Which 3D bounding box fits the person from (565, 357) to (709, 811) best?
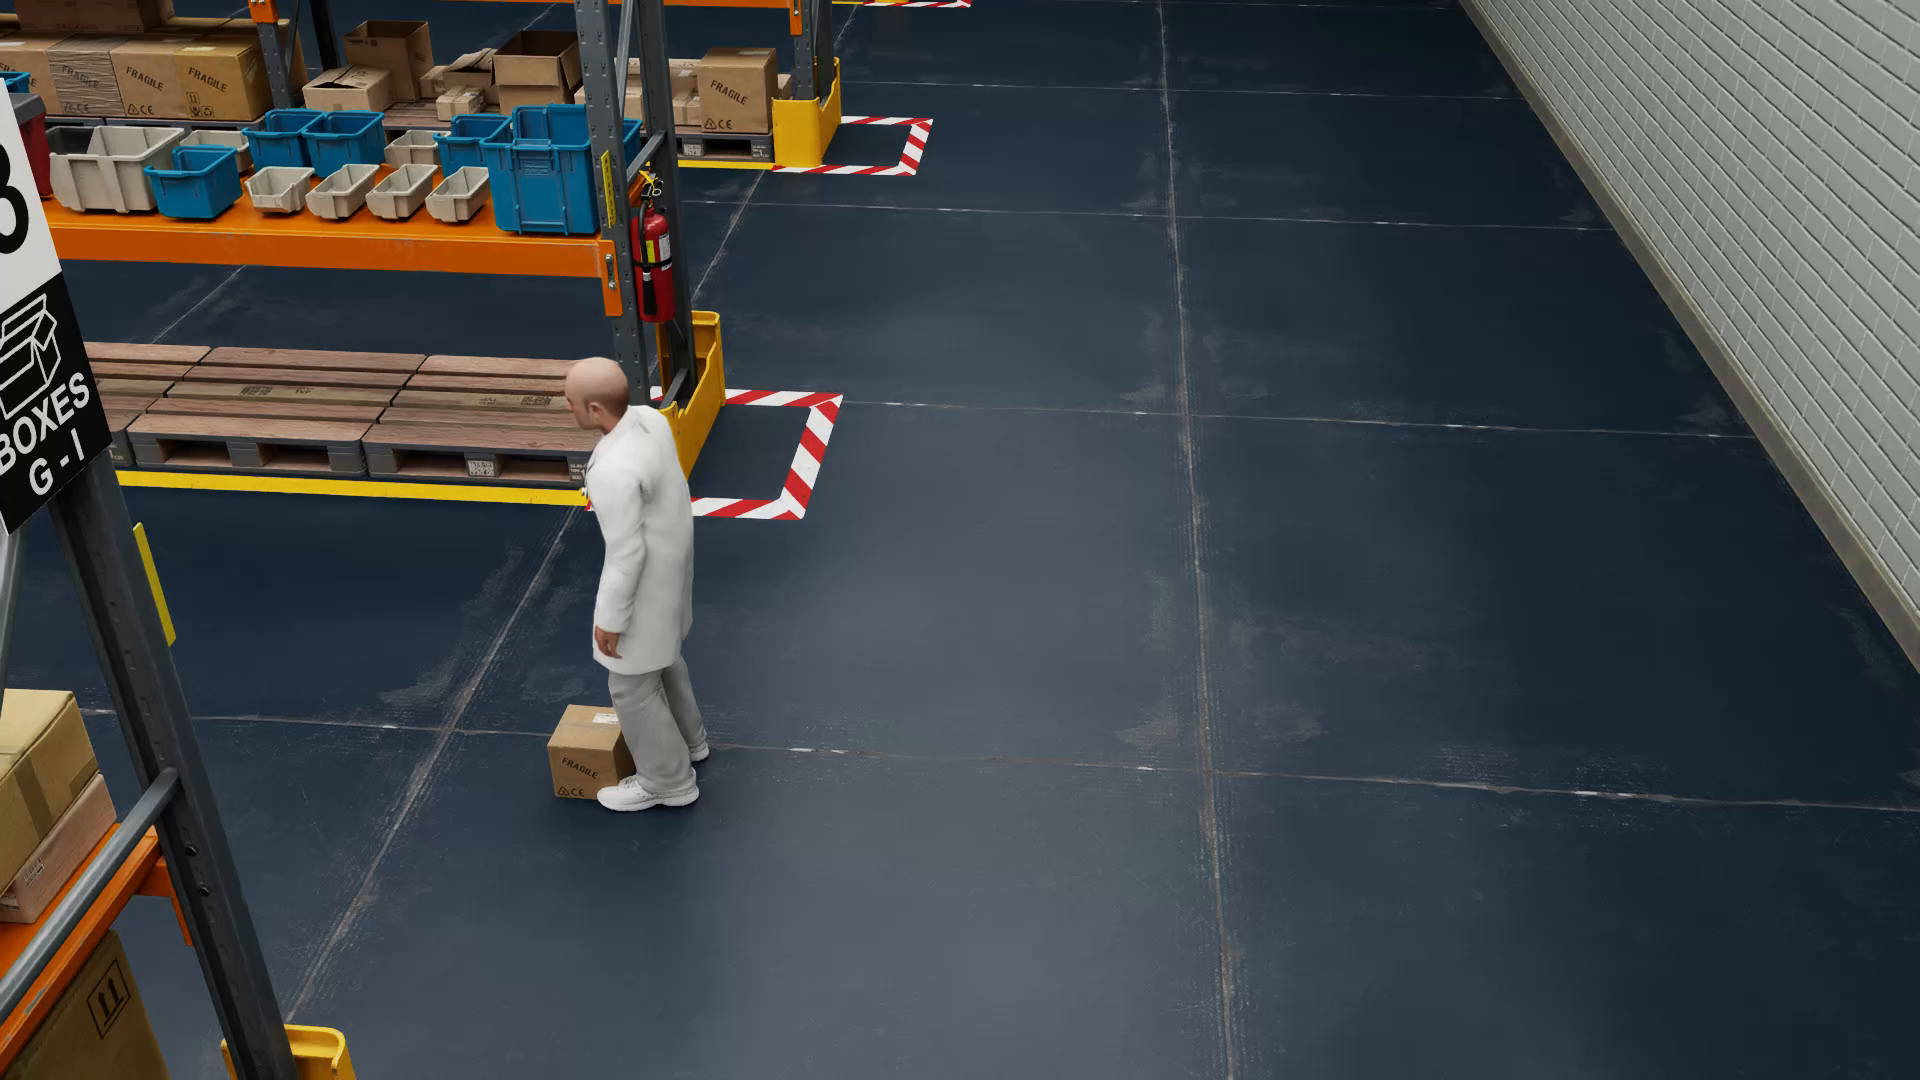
[{"bbox_3d":[-1.141,0.238,5.936,0.422,1.592,0.643,3,32,4],"label":"person"}]
